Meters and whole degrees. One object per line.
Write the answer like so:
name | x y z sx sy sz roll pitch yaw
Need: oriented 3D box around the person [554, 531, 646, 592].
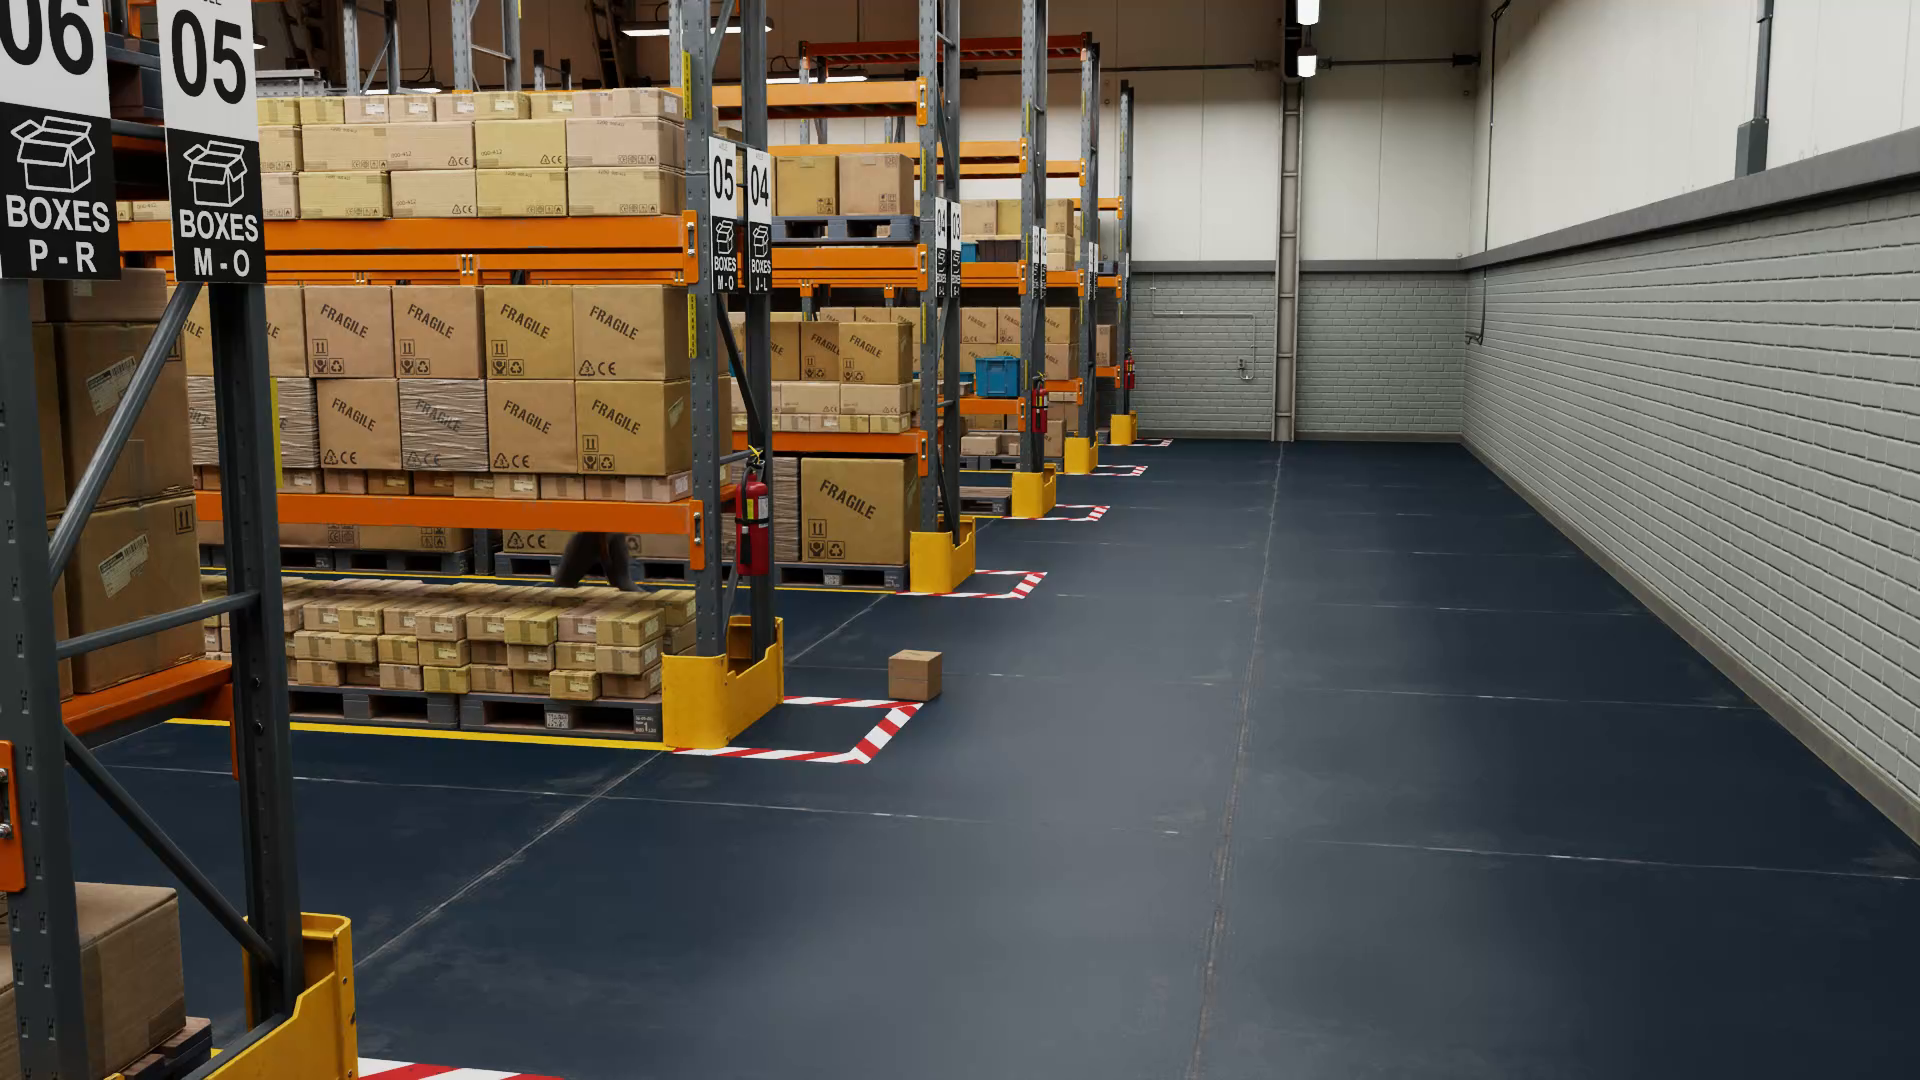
person | -2.450 -0.052 11.193 0.979 1.601 0.443 2 8 16
